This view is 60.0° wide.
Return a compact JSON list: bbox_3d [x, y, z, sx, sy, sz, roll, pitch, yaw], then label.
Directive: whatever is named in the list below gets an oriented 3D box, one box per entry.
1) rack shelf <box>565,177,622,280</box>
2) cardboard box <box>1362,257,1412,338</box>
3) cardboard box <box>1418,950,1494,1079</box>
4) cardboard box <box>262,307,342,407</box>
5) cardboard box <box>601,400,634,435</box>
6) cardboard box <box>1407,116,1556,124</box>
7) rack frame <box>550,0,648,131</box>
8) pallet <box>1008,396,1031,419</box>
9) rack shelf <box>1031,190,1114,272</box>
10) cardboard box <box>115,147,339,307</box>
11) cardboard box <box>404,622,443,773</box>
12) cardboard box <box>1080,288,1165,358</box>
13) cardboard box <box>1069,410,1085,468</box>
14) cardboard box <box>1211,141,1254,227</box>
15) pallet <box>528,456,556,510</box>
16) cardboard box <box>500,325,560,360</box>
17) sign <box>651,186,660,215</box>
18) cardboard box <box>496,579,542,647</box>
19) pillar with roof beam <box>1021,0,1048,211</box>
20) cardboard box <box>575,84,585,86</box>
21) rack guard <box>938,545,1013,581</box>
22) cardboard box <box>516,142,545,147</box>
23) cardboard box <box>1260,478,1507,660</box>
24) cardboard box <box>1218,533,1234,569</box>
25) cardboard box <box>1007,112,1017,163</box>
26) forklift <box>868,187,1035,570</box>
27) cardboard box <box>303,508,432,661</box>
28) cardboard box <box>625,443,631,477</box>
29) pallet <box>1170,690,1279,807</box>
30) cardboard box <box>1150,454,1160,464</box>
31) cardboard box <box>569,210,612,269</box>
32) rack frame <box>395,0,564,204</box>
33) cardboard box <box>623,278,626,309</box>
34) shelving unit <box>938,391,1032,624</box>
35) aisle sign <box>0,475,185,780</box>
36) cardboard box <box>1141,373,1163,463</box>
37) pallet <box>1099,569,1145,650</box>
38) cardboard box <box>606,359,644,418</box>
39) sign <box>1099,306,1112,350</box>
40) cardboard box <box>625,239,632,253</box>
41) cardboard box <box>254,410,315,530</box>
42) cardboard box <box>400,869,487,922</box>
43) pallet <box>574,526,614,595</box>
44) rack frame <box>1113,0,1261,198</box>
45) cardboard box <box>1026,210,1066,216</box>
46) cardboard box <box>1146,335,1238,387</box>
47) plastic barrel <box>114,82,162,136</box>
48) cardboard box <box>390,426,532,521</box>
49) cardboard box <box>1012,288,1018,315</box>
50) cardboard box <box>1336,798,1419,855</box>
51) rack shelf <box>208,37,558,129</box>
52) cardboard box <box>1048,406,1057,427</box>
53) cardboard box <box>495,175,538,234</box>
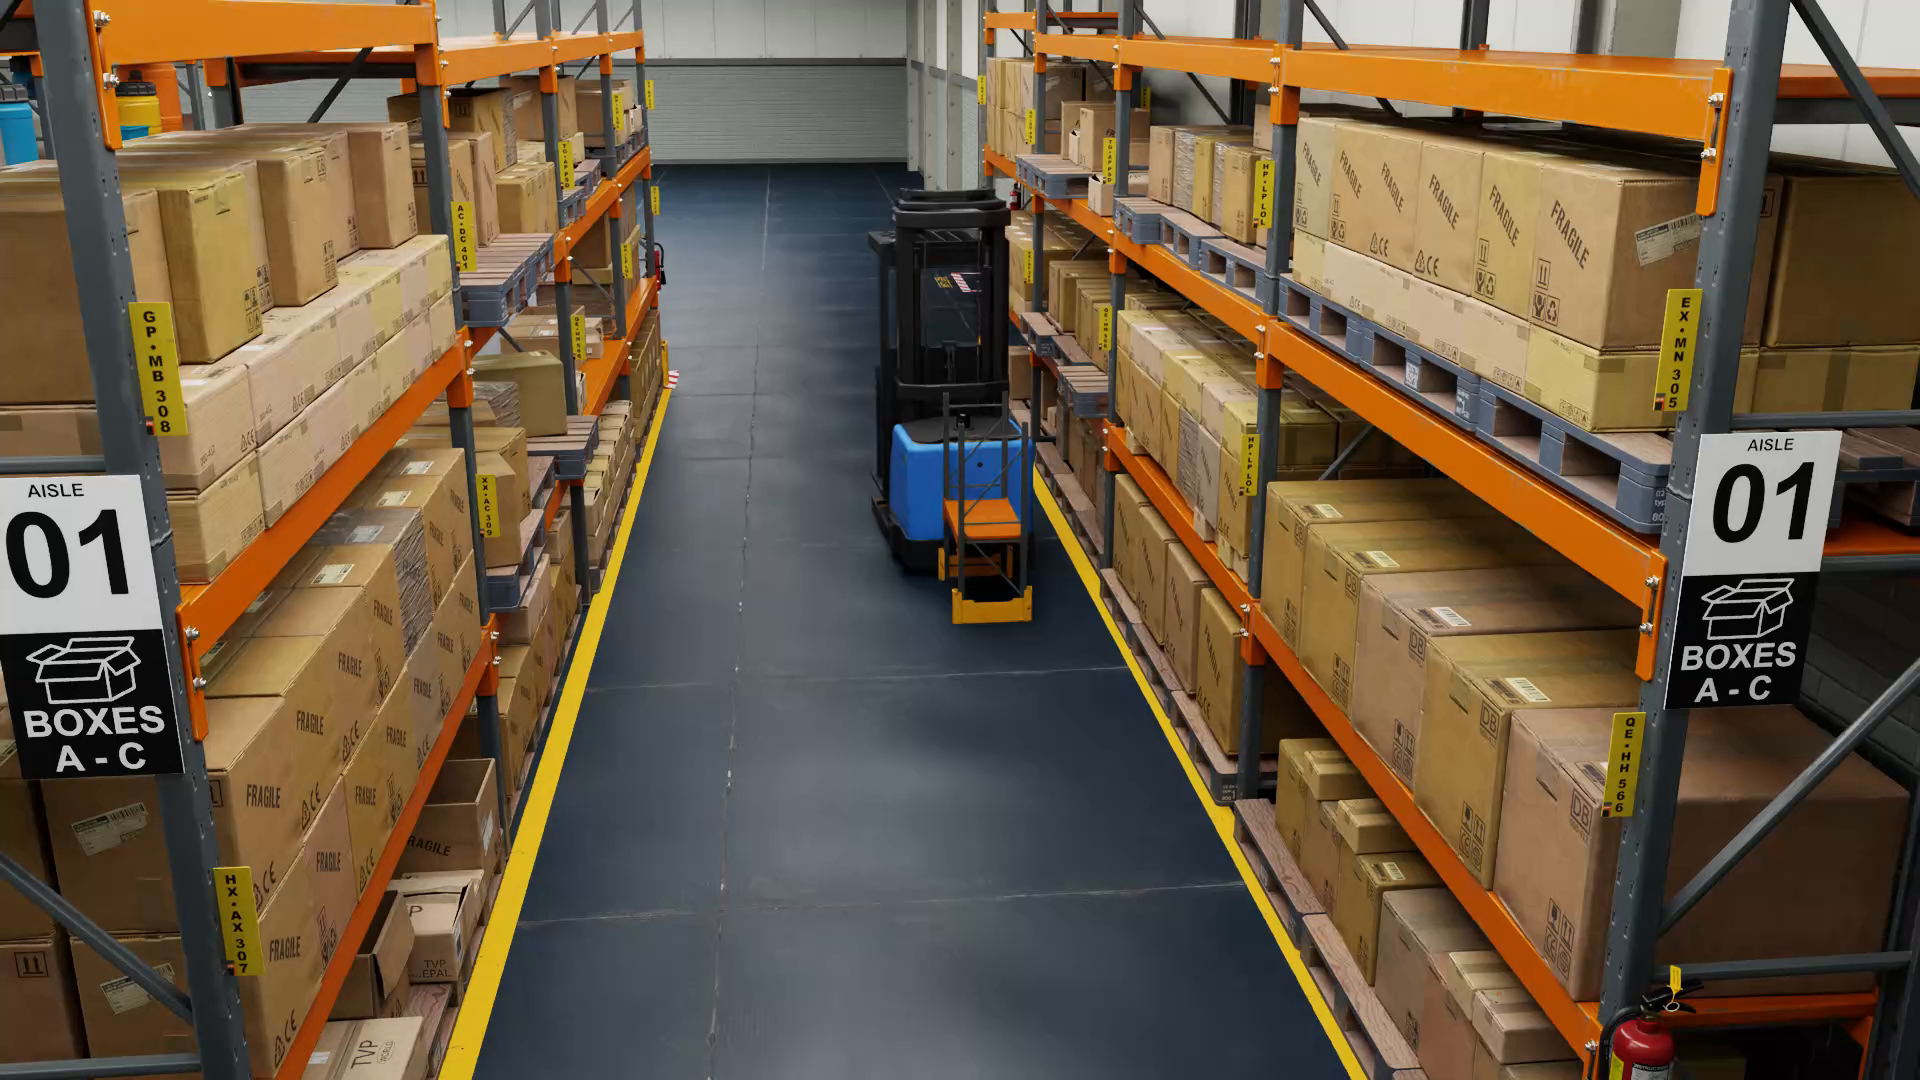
[{"bbox_3d":[-3.508,-2.613,13.685,1.077,0.370,4.000,-2,18,-6],"label":"rack shelf"},{"bbox_3d":[1.946,-0.980,6.666,0.500,0.250,0.500,-2,18,-7],"label":"cardboard box"},{"bbox_3d":[2.227,1.938,6.468,0.700,0.500,0.500,-2,18,-6],"label":"cardboard box"},{"bbox_3d":[-2.373,-0.603,5.497,0.500,0.250,0.500,-2,18,-6],"label":"cardboard box"},{"bbox_3d":[-3.387,-1.165,15.833,0.500,0.311,0.500,-2,18,-6],"label":"cardboard box"},{"bbox_3d":[2.342,-1.656,7.566,0.500,0.500,0.500,-2,18,-6],"label":"cardboard box"},{"bbox_3d":[-4.126,-6.175,18.822,1.000,3.000,0.127,-2,18,-6],"label":"rack frame"},{"bbox_3d":[0.980,-1.508,18.627,1.003,0.211,1.213,-2,18,-6],"label":"pallet"},{"bbox_3d":[1.419,-2.767,14.176,1.077,0.370,4.000,-2,18,-6],"label":"rack shelf"},{"bbox_3d":[-2.629,-1.103,5.839,0.700,0.500,0.500,-2,18,-6],"label":"cardboard box"},{"bbox_3d":[-2.472,0.663,6.892,0.500,0.500,0.500,-1,17,-4],"label":"cardboard box"},{"bbox_3d":[1.417,-1.851,14.164,0.700,0.500,0.500,-2,18,-6],"label":"cardboard box"},{"bbox_3d":[1.409,-0.921,15.541,0.700,0.500,0.500,-2,18,-7],"label":"cardboard box"},{"bbox_3d":[1.947,-2.161,10.142,0.700,0.500,0.500,-2,18,-6],"label":"cardboard box"},{"bbox_3d":[-3.096,-0.258,10.312,1.003,0.211,1.213,-2,18,-6],"label":"pallet"},{"bbox_3d":[-3.491,-1.476,13.704,0.500,0.500,0.500,-3,18,-9],"label":"cardboard box"},{"bbox_3d":[-3.585,-3.990,19.551,0.100,0.325,0.005,-2,18,-6],"label":"sign"},{"bbox_3d":[-2.799,0.438,9.960,0.500,0.250,0.500,-2,18,-6],"label":"cardboard box"},{"bbox_3d":[-3.168,-7.802,24.004,9.100,9.000,0.400,-2,18,-6],"label":"pillar with roof beam"},{"bbox_3d":[-4.227,-4.555,17.569,0.500,0.500,0.500,-2,18,-6],"label":"cardboard box"},{"bbox_3d":[0.123,0.182,13.180,0.587,0.250,0.087,-2,18,-6],"label":"rack guard"},{"bbox_3d":[-3.578,-3.109,13.614,0.500,0.250,0.500,-3,18,-10],"label":"cardboard box"},{"bbox_3d":[2.078,0.128,8.262,0.980,0.700,0.700,-2,17,-5],"label":"cardboard box"},{"bbox_3d":[1.672,0.053,9.388,0.380,0.149,0.250,-1,17,-5],"label":"cardboard box"},{"bbox_3d":[0.781,-4.221,17.406,0.500,0.500,0.500,-2,18,-8],"label":"cardboard box"},{"bbox_3d":[-0.179,-1.564,14.266,1.130,2.935,3.031,-3,18,-10],"label":"forklift"},{"bbox_3d":[-2.472,0.183,6.749,0.500,0.500,0.500,-2,18,-5],"label":"cardboard box"},{"bbox_3d":[-3.332,-0.744,15.428,0.500,0.250,0.500,-2,18,-6],"label":"cardboard box"},{"bbox_3d":[1.884,1.212,9.966,1.003,0.211,1.213,-2,18,-6],"label":"pallet"},{"bbox_3d":[1.538,-0.639,11.592,0.380,0.149,0.250,-2,18,-6],"label":"cardboard box"},{"bbox_3d":[-3.766,-2.919,16.135,0.700,0.500,0.500,-2,18,-5],"label":"cardboard box"},{"bbox_3d":[-3.301,-3.791,11.230,1.000,3.000,0.127,-2,18,-6],"label":"rack frame"},{"bbox_3d":[-3.875,-2.607,17.306,0.700,0.500,0.500,-2,17,-5],"label":"cardboard box"},{"bbox_3d":[0.180,-0.266,12.521,0.587,1.500,1.083,-2,18,-6],"label":"shelving unit"},{"bbox_3d":[-2.177,0.225,4.111,0.394,0.787,0.004,-2,18,-6],"label":"aisle sign"},{"bbox_3d":[1.516,-0.825,11.102,0.500,0.500,0.500,-2,18,-6],"label":"cardboard box"},{"bbox_3d":[1.632,0.485,12.281,1.003,0.211,1.213,-2,18,-6],"label":"pallet"},{"bbox_3d":[-3.450,-1.515,16.632,0.500,0.500,0.500,-2,18,-6],"label":"cardboard box"},{"bbox_3d":[1.087,-1.578,12.395,0.100,0.325,0.005,-2,18,-6],"label":"sign"},{"bbox_3d":[-3.762,-3.176,18.035,0.380,0.149,0.250,-1,17,-4],"label":"cardboard box"},{"bbox_3d":[-2.315,-0.215,5.098,0.500,0.250,0.500,-2,18,-6],"label":"cardboard box"},{"bbox_3d":[-2.449,1.684,7.831,0.380,0.149,0.250,-2,18,-6],"label":"cardboard box"},{"bbox_3d":[-3.347,0.155,13.331,1.003,0.211,1.213,-2,18,-6],"label":"pallet"},{"bbox_3d":[1.626,-3.945,11.721,1.000,3.000,0.127,-2,18,-6],"label":"rack frame"},{"bbox_3d":[1.061,-3.628,19.692,0.500,0.500,0.500,-2,18,-6],"label":"cardboard box"},{"bbox_3d":[1.528,-1.188,11.004,0.500,0.250,0.500,-2,18,-5],"label":"cardboard box"},{"bbox_3d":[-8.810,-4.546,17.626,0.600,0.588,0.600,0,17,0],"label":"plastic barrel"},{"bbox_3d":[-2.849,-0.336,9.372,0.700,0.500,0.500,1,17,3],"label":"cardboard box"},{"bbox_3d":[0.820,-2.493,17.328,0.500,0.250,0.500,-2,18,-5],"label":"cardboard box"},{"bbox_3d":[1.921,1.281,7.479,0.380,0.149,0.250,-2,18,-7],"label":"cardboard box"},{"bbox_3d":[-3.095,-2.661,9.499,1.077,0.370,4.000,-2,18,-6],"label":"rack shelf"},{"bbox_3d":[1.128,-1.291,17.278,0.380,0.166,0.250,-4,18,-13],"label":"cardboard box"},{"bbox_3d":[-3.117,-1.972,10.276,0.910,0.500,0.500,-2,18,-6],"label":"cardboard box"}]
